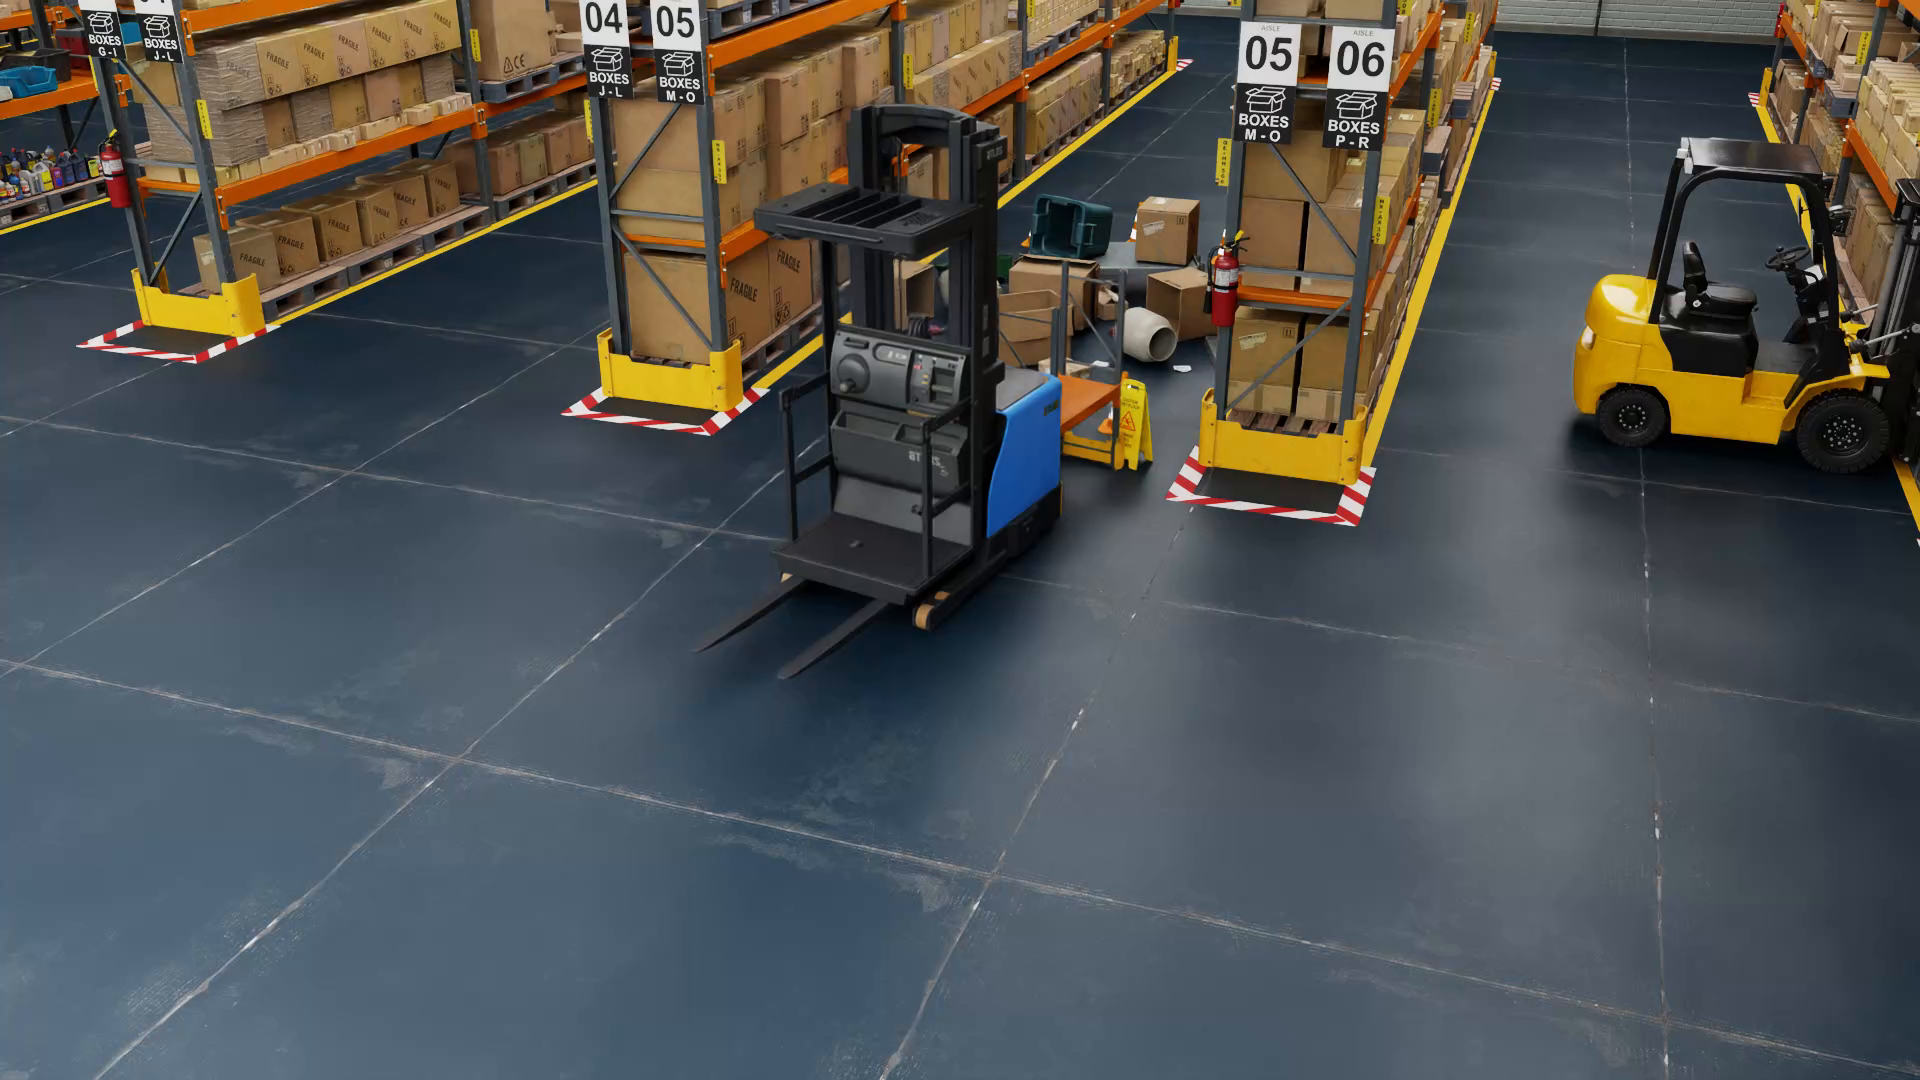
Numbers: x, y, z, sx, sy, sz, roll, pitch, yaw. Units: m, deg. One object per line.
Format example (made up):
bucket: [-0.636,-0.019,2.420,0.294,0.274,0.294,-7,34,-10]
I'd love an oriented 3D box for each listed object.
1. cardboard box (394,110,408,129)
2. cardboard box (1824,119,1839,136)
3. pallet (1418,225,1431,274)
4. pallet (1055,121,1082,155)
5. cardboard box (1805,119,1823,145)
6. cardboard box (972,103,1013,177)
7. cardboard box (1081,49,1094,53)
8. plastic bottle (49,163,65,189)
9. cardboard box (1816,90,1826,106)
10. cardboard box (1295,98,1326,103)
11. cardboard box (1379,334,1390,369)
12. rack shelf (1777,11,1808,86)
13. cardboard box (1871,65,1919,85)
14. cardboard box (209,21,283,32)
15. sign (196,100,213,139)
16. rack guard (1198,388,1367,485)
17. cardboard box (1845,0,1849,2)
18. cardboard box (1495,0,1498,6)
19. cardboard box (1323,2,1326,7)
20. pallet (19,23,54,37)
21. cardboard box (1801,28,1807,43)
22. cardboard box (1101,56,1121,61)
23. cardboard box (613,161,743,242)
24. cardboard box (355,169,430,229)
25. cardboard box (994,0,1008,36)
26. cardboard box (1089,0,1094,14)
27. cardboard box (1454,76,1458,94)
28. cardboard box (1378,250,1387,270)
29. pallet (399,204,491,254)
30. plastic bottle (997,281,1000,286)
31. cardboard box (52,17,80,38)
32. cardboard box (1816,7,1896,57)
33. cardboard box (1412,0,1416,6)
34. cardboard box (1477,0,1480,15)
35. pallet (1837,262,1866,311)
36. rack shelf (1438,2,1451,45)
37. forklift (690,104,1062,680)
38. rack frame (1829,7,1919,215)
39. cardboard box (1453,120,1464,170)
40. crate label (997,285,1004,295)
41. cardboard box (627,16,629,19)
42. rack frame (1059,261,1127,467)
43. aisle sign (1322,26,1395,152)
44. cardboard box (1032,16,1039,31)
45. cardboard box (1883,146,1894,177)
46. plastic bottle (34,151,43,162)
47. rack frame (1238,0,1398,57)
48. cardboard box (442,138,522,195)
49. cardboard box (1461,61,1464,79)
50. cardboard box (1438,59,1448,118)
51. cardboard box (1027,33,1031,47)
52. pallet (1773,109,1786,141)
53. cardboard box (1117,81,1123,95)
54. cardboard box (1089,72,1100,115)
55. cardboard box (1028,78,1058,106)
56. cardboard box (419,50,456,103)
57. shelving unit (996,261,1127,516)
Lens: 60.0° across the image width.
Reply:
cardboard box: [-5.880,-4.303,16.983,0.380,0.149,0.250,9,27,17]
cardboard box: [10.275,-4.778,19.319,0.380,0.149,0.250,10,27,19]
pallet: [4.339,-3.076,17.361,1.003,0.211,1.213,9,27,17]
pallet: [0.975,-5.393,22.147,1.003,0.211,1.213,9,27,17]
cardboard box: [10.480,-4.755,20.014,0.500,0.500,0.500,8,27,17]
cardboard box: [0.019,-4.767,19.753,1.050,0.750,0.750,8,27,17]
cardboard box: [1.797,-7.263,24.916,0.380,0.149,0.250,7,27,15]
plastic bottle: [-10.360,-4.180,19.054,0.061,0.283,0.133,11,28,21]
cardboard box: [10.609,-5.344,20.147,0.380,0.149,0.250,7,27,15]
cardboard box: [2.558,-3.166,12.743,0.700,0.500,0.500,8,27,17]
cardboard box: [3.221,-1.542,13.665,0.500,0.250,0.500,11,28,21]
rack shelf: [11.686,-6.575,22.214,1.077,0.370,4.000,9,27,17]
cardboard box: [9.218,-4.572,16.392,0.380,0.149,0.250,9,27,19]
cardboard box: [-6.720,-4.603,15.712,0.500,0.500,0.500,9,27,17]
sign: [-6.488,-3.612,14.275,0.100,0.325,0.005,9,27,17]
rack guard: [2.371,-0.770,12.267,1.175,0.500,0.348,9,27,17]
cardboard box: [12.107,-7.145,22.396,0.500,0.250,0.500,10,27,19]
cardboard box: [7.759,-8.248,24.727,0.500,0.500,0.500,9,27,18]
cardboard box: [2.443,-3.734,11.910,0.500,0.250,0.500,8,27,17]
pallet: [-16.693,-9.433,30.491,1.003,0.211,1.213,9,27,17]
cardboard box: [11.190,-6.565,21.655,0.380,0.149,0.250,8,27,17]
cardboard box: [2.133,-6.973,24.316,0.380,0.149,0.250,8,27,17]
cardboard box: [-2.275,-2.767,13.350,0.875,0.550,0.550,9,27,17]
cardboard box: [-6.023,-3.614,17.658,0.500,0.500,0.500,19,32,34]
cardboard box: [0.147,-6.140,19.227,0.700,0.500,0.500,9,27,17]
cardboard box: [1.606,-7.249,22.586,0.380,0.149,0.250,9,27,18]
cardboard box: [5.058,-4.828,17.586,0.380,0.149,0.250,9,27,17]
cardboard box: [3.017,-2.161,12.560,0.380,0.149,0.250,9,27,18]
pallet: [-5.859,-3.409,18.048,1.003,0.211,1.213,9,27,17]
plastic bottle: [0.306,-2.529,16.403,0.133,0.061,0.283,-5,26,-9]
cardboard box: [-13.573,-7.879,25.585,0.500,0.250,0.500,10,28,19]
cardboard box: [10.477,-5.932,19.463,0.700,0.500,0.500,9,27,18]
cardboard box: [3.020,-3.868,11.729,0.380,0.149,0.250,9,27,17]
cardboard box: [6.075,-6.651,20.283,0.500,0.500,0.500,10,27,19]
pallet: [8.971,-2.346,15.853,1.003,0.211,1.213,9,27,17]
rack shelf: [4.342,-5.356,16.253,1.077,0.370,4.000,9,27,17]
forklift: [-0.487,-0.994,9.940,1.130,2.935,3.031,14,29,27]
rack frame: [9.690,-4.433,16.964,1.000,3.000,0.127,9,27,17]
cardboard box: [5.617,-5.022,20.136,0.875,0.875,0.875,9,27,18]
crate label: [0.264,-2.388,16.026,0.298,0.136,0.250,-9,27,-18]
cardboard box: [-4.479,-6.595,20.832,0.500,0.500,0.500,5,26,11]
rack frame: [0.953,-1.274,12.166,0.500,1.500,0.032,15,29,27]
aisle sign: [2.617,-2.964,10.946,0.394,0.787,0.004,9,27,17]
cardboard box: [0.745,-6.319,20.324,0.380,0.149,0.250,10,28,20]
cardboard box: [8.636,-3.374,14.949,0.500,0.250,0.500,9,27,18]
plastic bottle: [-10.840,-4.419,19.547,0.061,0.283,0.133,9,27,17]
rack frame: [2.346,-4.564,10.350,1.000,3.000,0.127,9,27,17]
cardboard box: [-5.444,-4.267,18.984,0.700,0.500,0.500,7,27,13]
cardboard box: [5.562,-5.462,19.262,0.500,0.250,0.500,8,27,16]
cardboard box: [4.269,-4.233,15.612,0.500,0.500,0.500,9,27,18]
cardboard box: [0.645,-6.058,20.127,0.380,0.149,0.250,8,27,17]
pallet: [11.655,-5.607,22.589,1.003,0.211,1.213,9,27,17]
cardboard box: [2.150,-6.590,24.208,0.380,0.149,0.250,10,27,19]
cardboard box: [1.629,-6.195,22.989,0.500,0.500,0.500,8,27,16]
cardboard box: [0.933,-5.686,21.078,0.500,0.250,0.500,8,27,17]
cardboard box: [-5.877,-4.948,17.571,0.875,0.500,0.500,9,27,17]
shelving unit: [0.697,-1.090,11.778,0.587,1.500,1.083,15,29,27]
